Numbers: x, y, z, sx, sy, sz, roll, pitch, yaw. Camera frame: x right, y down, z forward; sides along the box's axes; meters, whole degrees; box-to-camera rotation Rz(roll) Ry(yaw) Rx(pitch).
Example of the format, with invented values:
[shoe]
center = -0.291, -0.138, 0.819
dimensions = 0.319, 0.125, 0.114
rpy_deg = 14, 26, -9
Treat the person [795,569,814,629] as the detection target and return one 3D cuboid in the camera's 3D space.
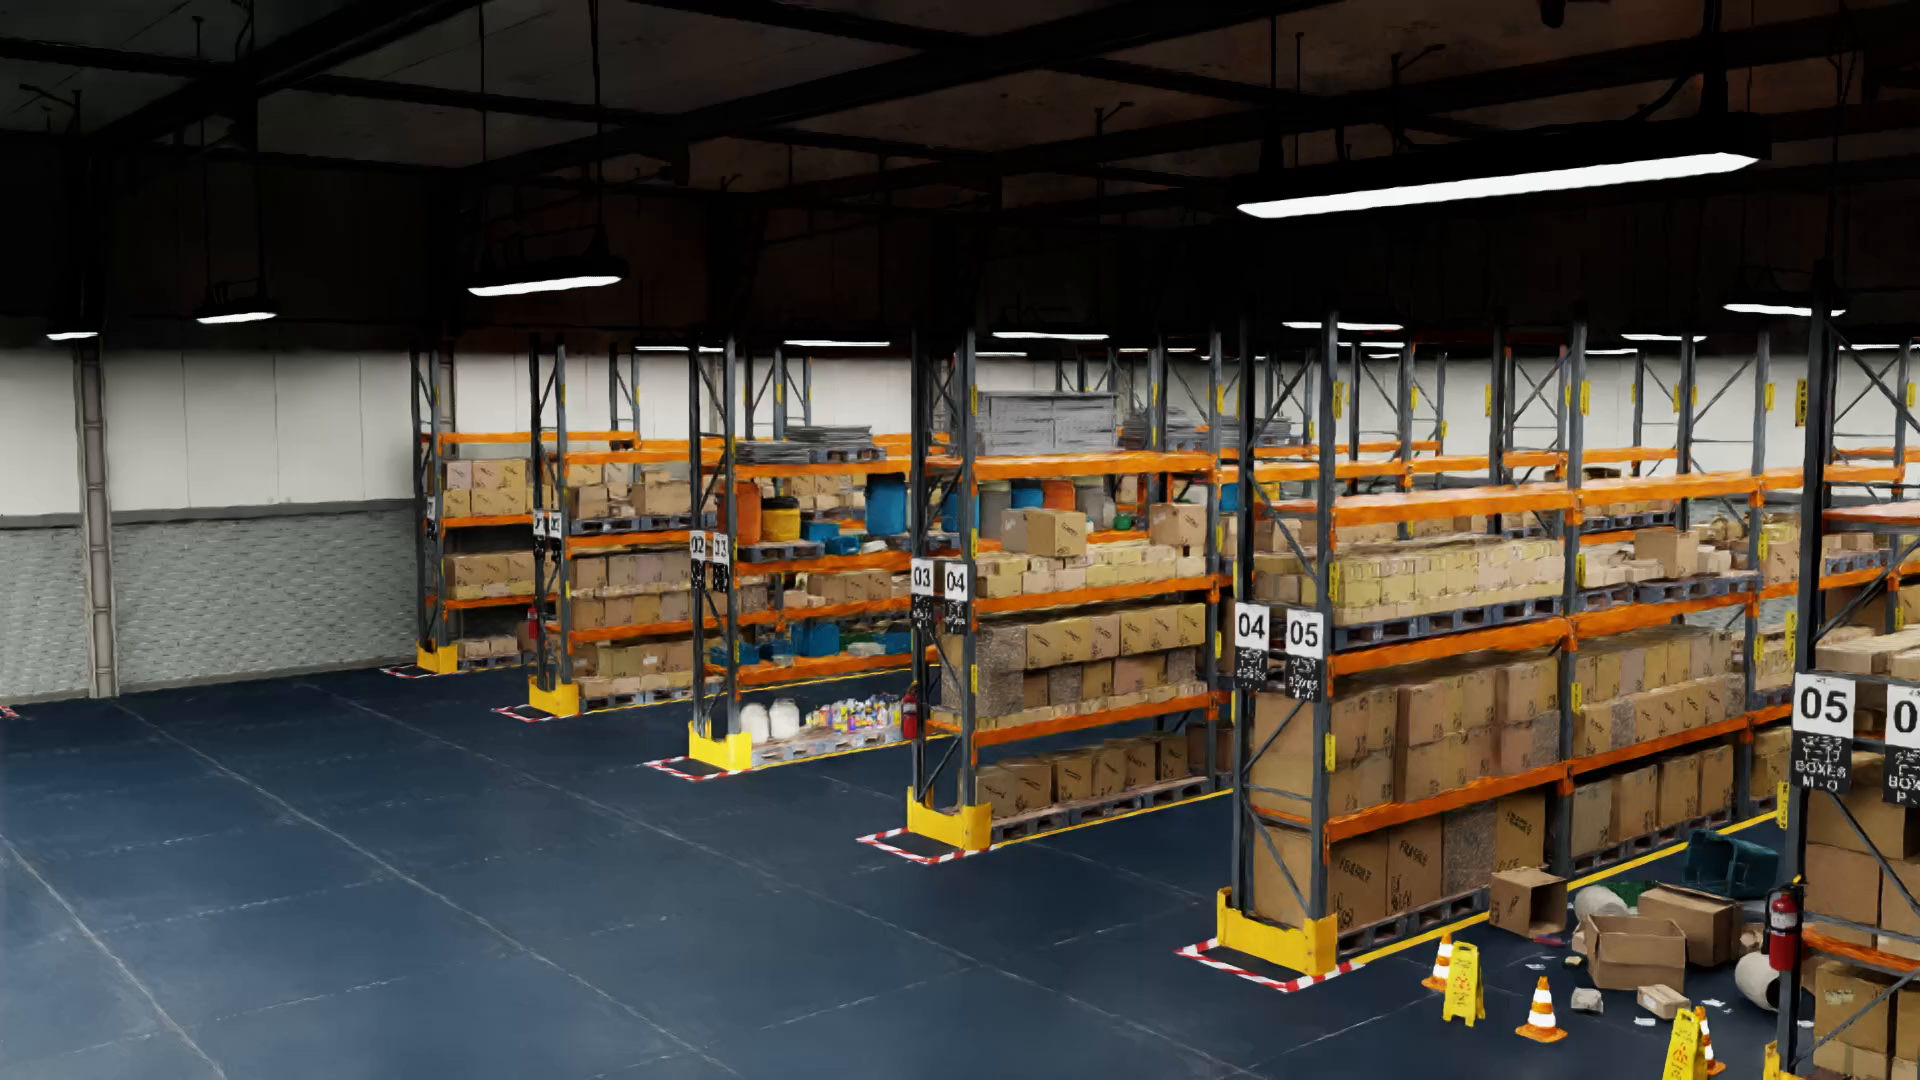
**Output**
[person]
center = -3.095, 1.226, 33.378
dimensions = 0.452, 1.678, 0.541
rpy_deg = 3, 6, 26
